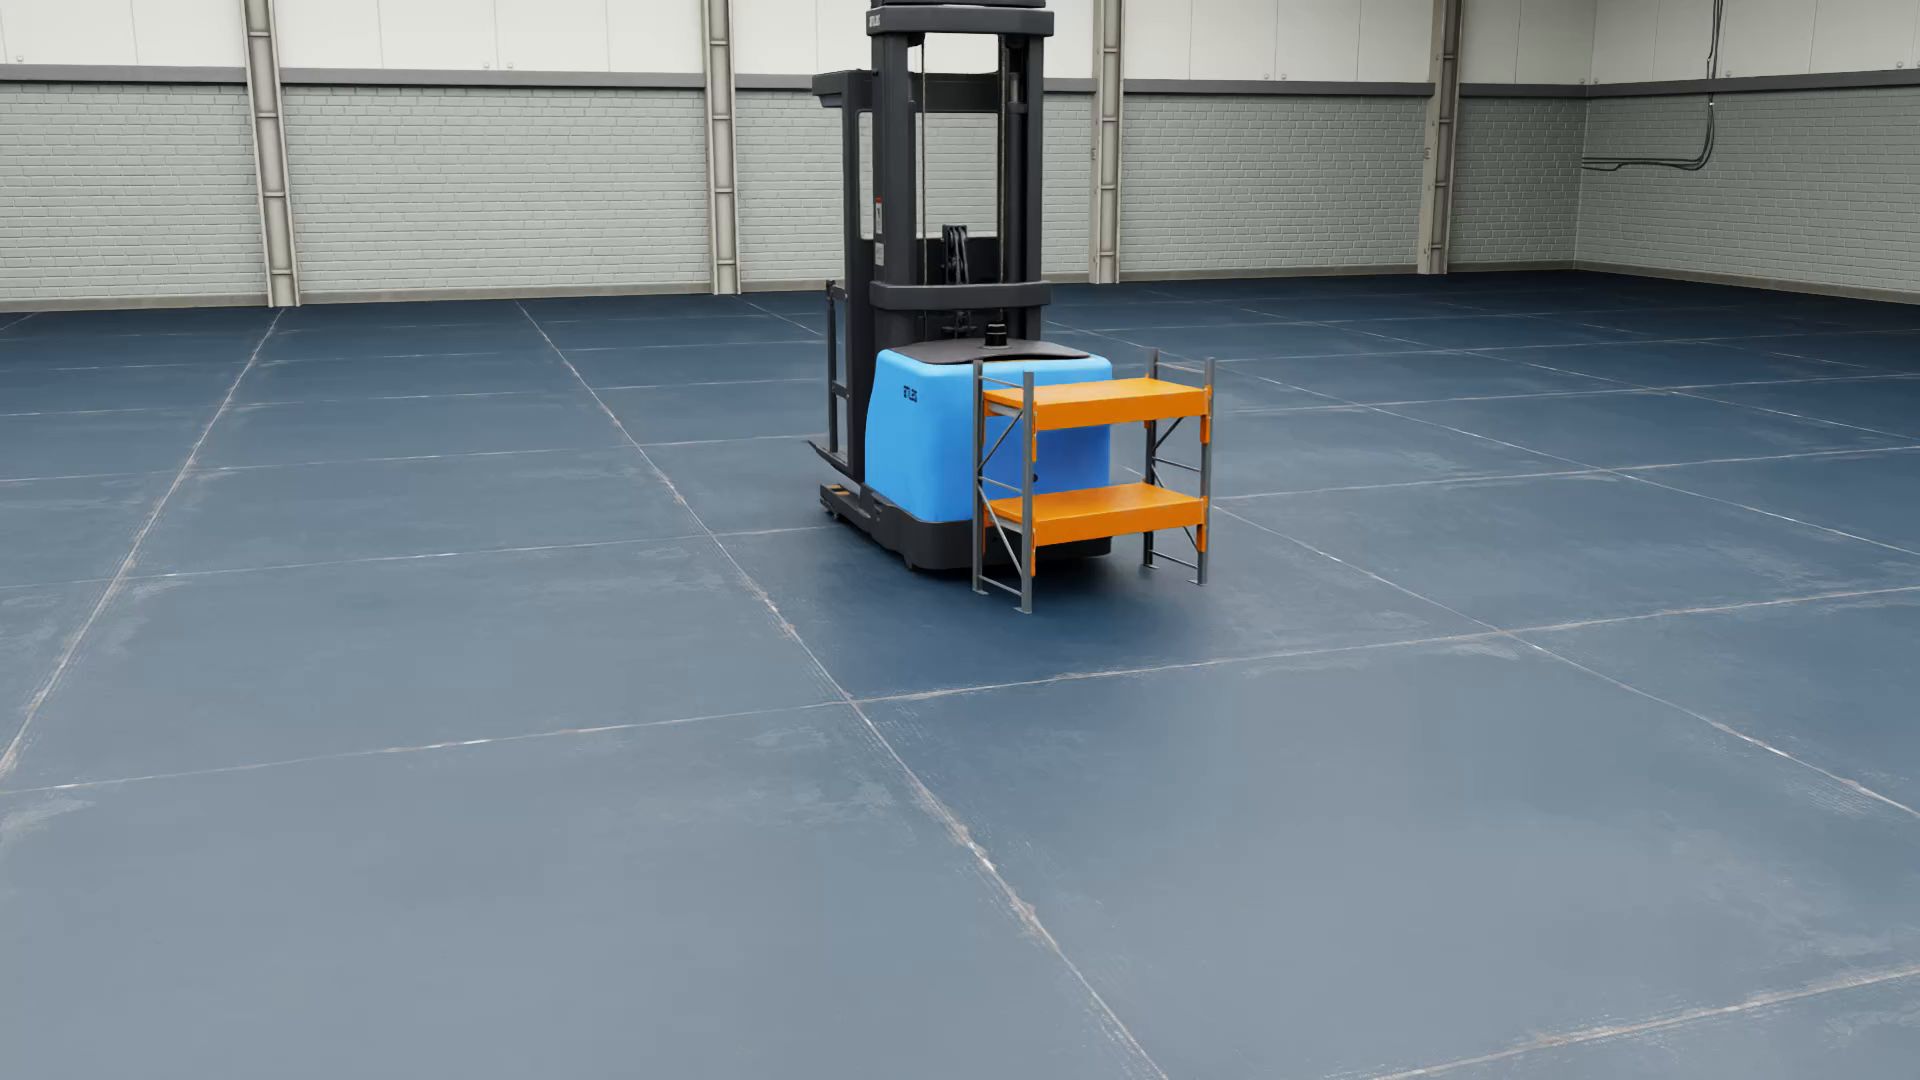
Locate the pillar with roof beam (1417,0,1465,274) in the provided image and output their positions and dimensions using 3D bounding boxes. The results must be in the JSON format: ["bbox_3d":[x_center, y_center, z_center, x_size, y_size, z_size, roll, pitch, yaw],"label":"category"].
[{"bbox_3d":[9.323,-7.926,23.020,0.400,9.000,9.100,-4,14,-18],"label":"pillar with roof beam"}]

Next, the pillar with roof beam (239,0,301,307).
[{"bbox_3d":[-7.737,-6.598,17.435,0.400,9.000,9.100,-4,14,-18],"label":"pillar with roof beam"}]

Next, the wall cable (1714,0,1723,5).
[{"bbox_3d":[12.026,-9.151,23.965,0.112,2.526,3.097,-4,14,-18],"label":"wall cable"}]

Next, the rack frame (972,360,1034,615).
[{"bbox_3d":[0.197,-0.254,7.779,0.032,1.125,0.500,-7,15,-28],"label":"rack frame"}]

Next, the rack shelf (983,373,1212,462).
[{"bbox_3d":[0.640,-0.596,7.953,1.000,0.278,0.538,-7,15,-28],"label":"rack shelf"}]

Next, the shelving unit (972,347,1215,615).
[{"bbox_3d":[0.640,-0.311,8.021,1.048,1.125,0.538,-7,15,-28],"label":"shelving unit"}]

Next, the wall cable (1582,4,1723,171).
[{"bbox_3d":[11.163,-7.287,27.044,0.112,2.526,3.097,-4,14,-18],"label":"wall cable"}]

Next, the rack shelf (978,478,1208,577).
[{"bbox_3d":[0.640,-0.074,8.078,1.000,0.278,0.538,-7,15,-28],"label":"rack shelf"}]

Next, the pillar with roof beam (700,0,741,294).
[{"bbox_3d":[-2.051,-7.041,19.297,0.400,9.000,9.100,-4,14,-18],"label":"pillar with roof beam"}]

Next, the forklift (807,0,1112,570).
[{"bbox_3d":[-0.186,-1.573,9.421,1.130,2.935,3.031,-5,14,-19],"label":"forklift"}]

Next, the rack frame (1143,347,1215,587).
[{"bbox_3d":[1.083,-0.369,8.264,0.032,1.125,0.500,-7,15,-28],"label":"rack frame"}]

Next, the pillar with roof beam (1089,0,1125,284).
[{"bbox_3d":[3.636,-7.484,21.158,0.400,9.000,9.100,-4,14,-18],"label":"pillar with roof beam"}]
